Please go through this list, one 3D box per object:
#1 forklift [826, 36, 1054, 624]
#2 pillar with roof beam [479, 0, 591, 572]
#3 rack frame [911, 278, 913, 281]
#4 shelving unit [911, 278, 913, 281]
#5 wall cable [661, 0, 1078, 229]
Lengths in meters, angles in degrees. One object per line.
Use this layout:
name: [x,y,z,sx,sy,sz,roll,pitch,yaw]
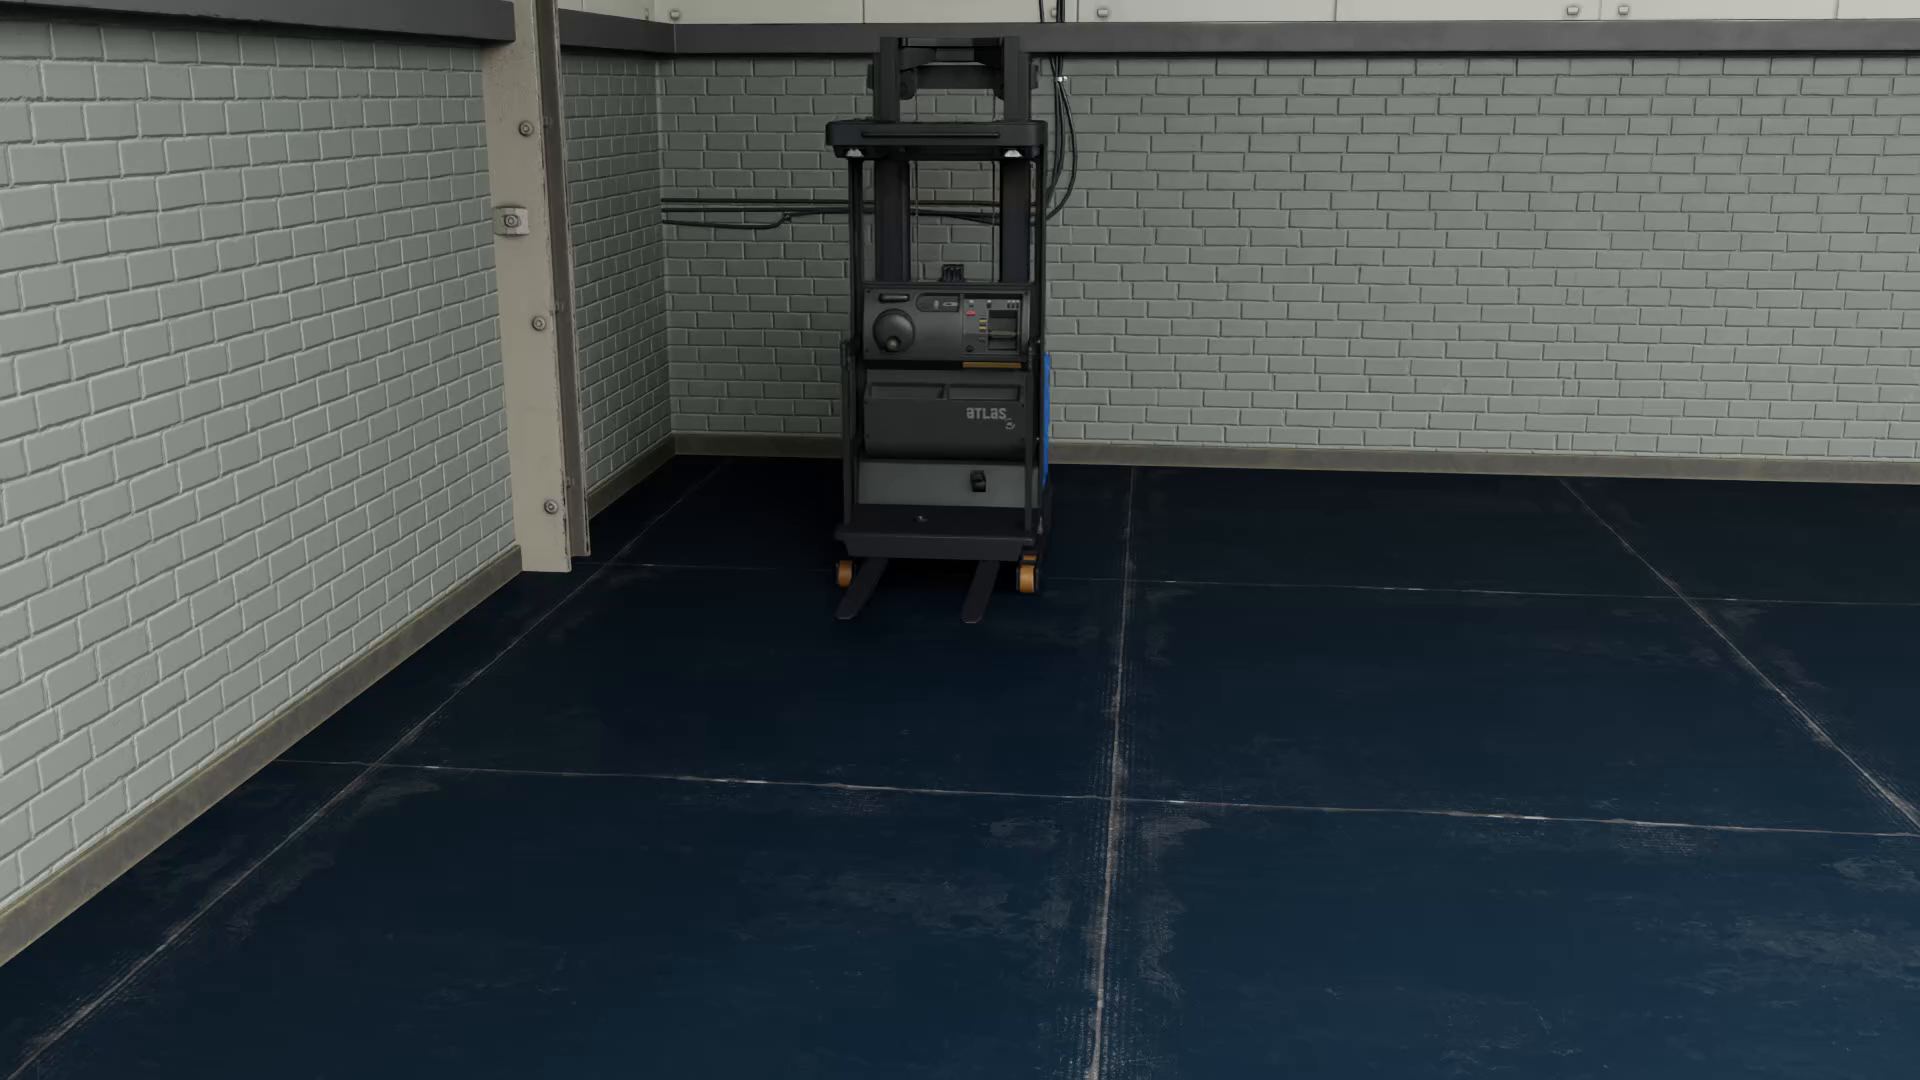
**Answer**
forklift: [-0.094,-1.211,9.025,1.130,2.935,3.031,2,15,6]
pillar with roof beam: [1.914,-4.089,8.046,9.100,9.000,0.400,2,15,6]
rack frame: [-0.164,-0.963,10.849,0.400,1.500,0.023,-9,17,-29]
shelving unit: [-0.347,-1.046,11.155,0.431,1.500,0.755,-9,17,-29]
wall cable: [-0.717,-3.442,11.601,3.097,2.526,0.112,2,15,6]
